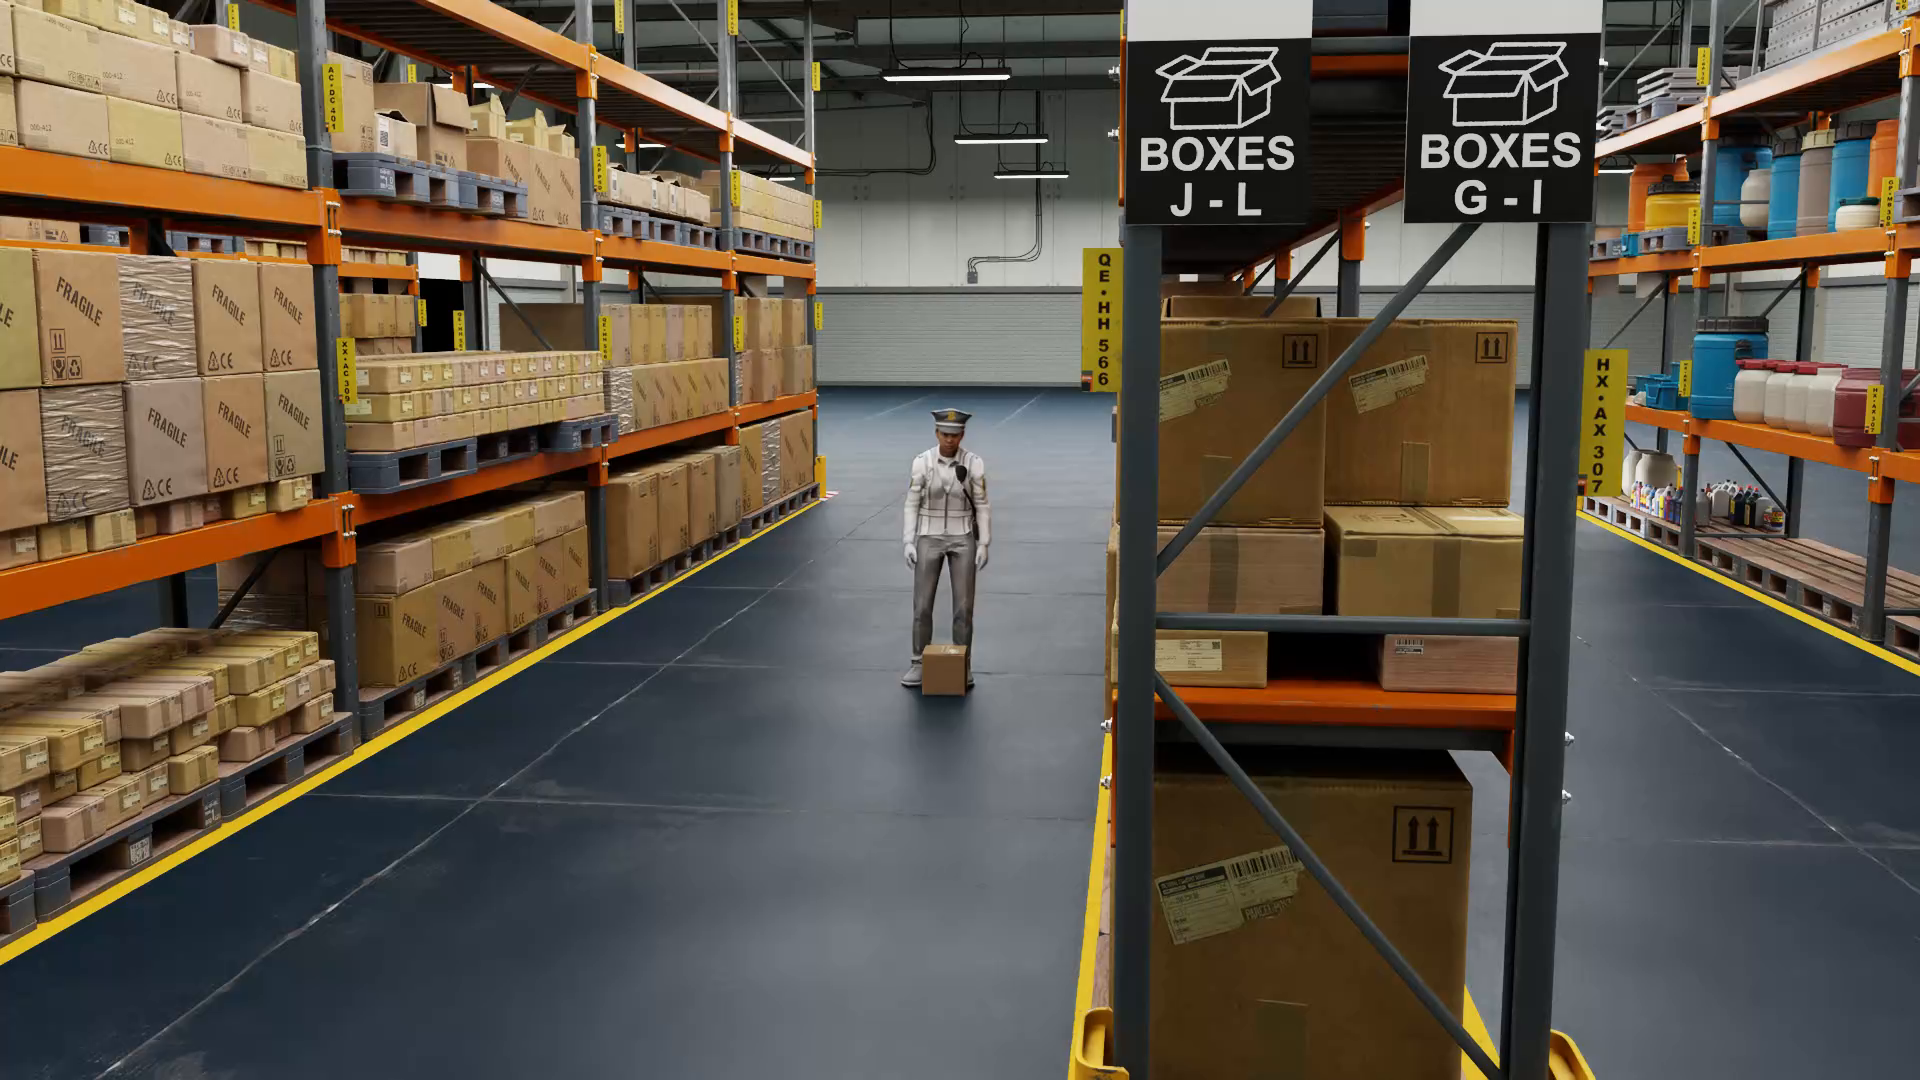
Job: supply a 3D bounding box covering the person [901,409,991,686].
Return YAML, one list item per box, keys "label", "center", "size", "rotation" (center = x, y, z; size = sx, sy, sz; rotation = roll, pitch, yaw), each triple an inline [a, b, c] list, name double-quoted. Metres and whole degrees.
- label: "person"
  center: [-0.081, 0.039, 9.999]
  size: [0.541, 1.662, 0.374]
  rotation: [0, 8, 2]
